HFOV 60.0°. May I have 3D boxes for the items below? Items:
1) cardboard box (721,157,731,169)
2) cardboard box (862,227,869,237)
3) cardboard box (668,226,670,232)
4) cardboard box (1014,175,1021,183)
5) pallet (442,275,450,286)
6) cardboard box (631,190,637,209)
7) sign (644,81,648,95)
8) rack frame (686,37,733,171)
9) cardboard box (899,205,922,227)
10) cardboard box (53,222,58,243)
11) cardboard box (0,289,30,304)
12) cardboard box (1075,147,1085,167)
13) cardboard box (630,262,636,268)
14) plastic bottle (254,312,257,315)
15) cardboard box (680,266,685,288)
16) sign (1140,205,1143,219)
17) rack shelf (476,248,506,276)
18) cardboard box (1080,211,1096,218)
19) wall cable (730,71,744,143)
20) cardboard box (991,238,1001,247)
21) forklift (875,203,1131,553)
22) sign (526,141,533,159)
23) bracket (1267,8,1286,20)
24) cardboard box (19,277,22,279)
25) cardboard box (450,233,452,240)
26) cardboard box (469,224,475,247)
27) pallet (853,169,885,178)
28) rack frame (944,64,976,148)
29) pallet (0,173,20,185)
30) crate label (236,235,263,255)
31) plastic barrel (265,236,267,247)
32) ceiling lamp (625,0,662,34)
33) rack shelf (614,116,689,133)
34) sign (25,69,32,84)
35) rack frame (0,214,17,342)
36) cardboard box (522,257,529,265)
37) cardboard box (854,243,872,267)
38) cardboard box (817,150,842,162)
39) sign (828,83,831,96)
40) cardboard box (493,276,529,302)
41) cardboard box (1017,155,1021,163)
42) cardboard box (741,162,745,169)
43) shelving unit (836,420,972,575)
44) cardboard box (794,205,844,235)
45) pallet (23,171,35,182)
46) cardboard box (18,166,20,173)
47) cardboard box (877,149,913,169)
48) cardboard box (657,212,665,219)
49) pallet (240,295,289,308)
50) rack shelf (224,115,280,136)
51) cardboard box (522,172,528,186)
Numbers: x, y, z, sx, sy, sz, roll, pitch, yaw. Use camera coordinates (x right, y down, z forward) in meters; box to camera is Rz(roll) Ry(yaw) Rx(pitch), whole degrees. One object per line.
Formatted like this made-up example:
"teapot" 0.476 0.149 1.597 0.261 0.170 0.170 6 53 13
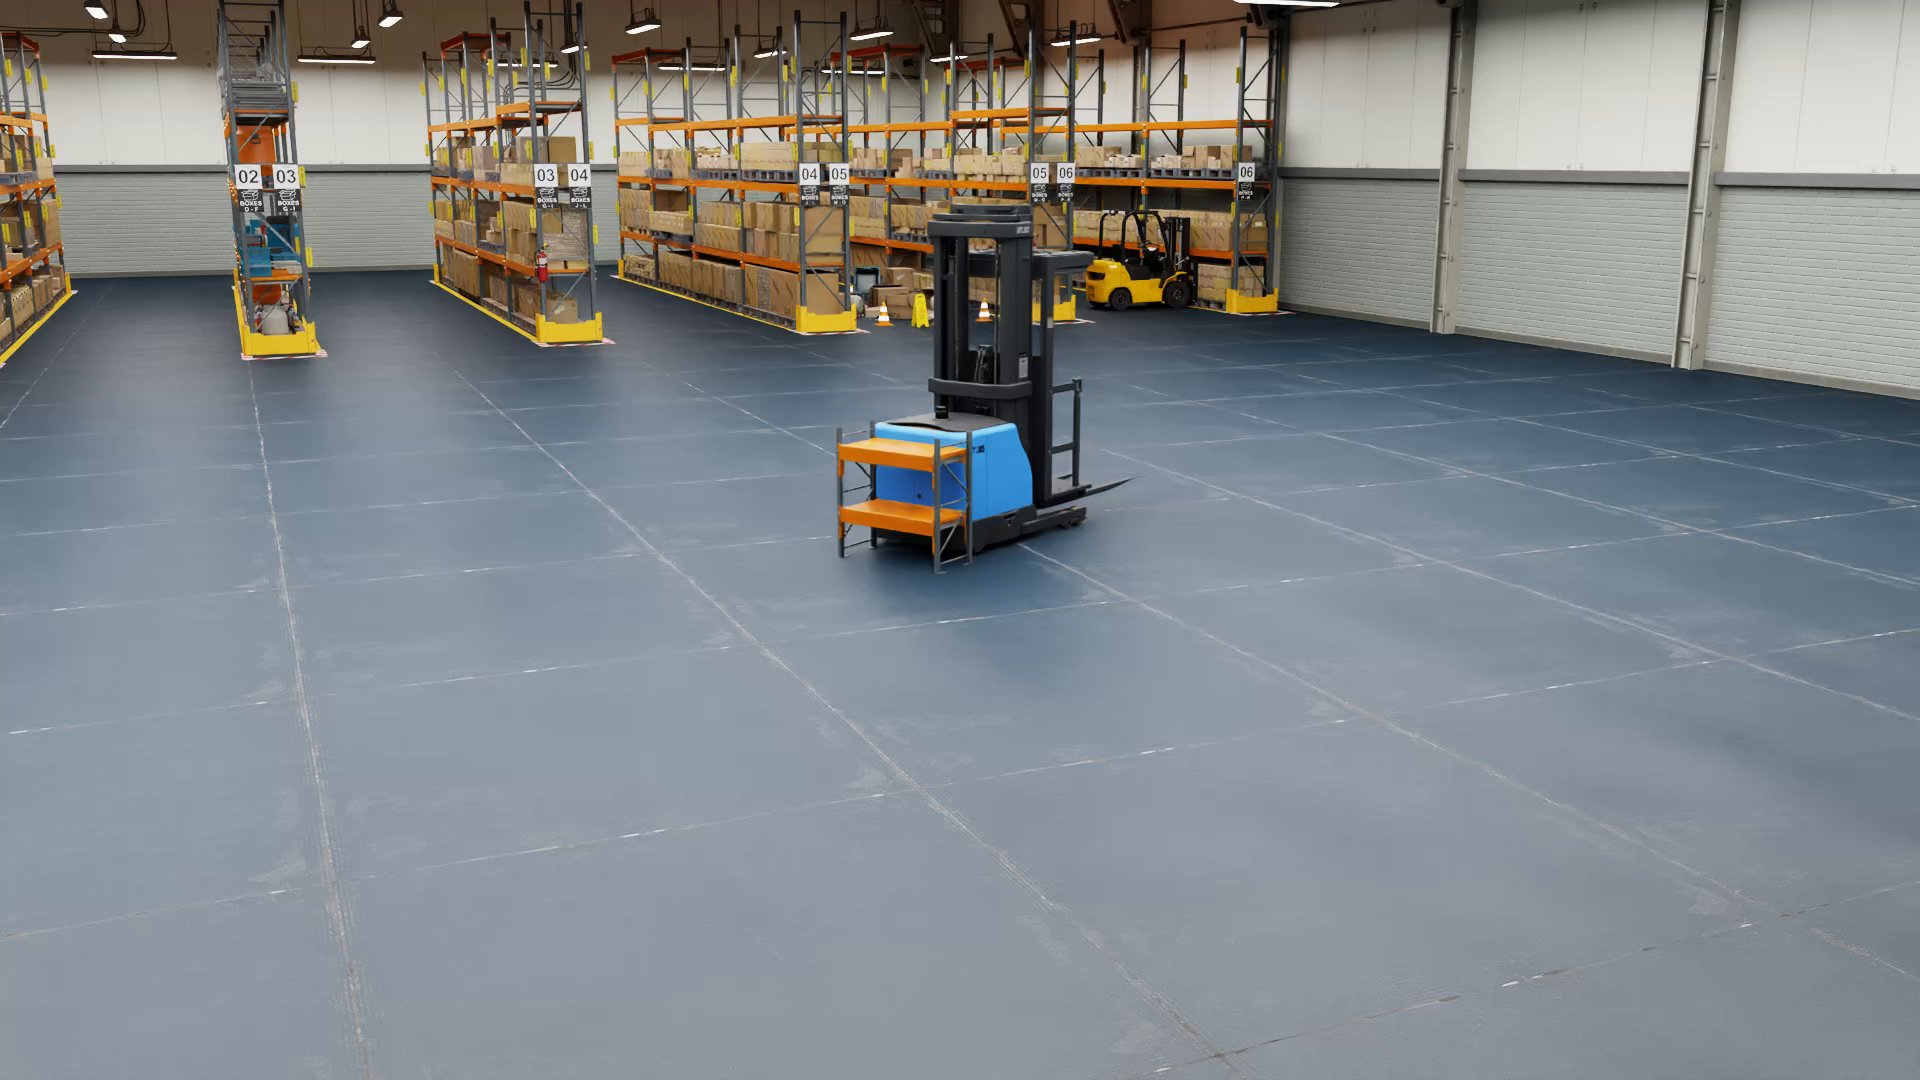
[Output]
"cardboard box" -4.929 -8.285 36.541 0.500 0.250 0.500 -6 14 -23
"cardboard box" -2.186 -7.920 42.770 0.500 0.250 0.500 -6 14 -24
"cardboard box" -6.963 -7.642 40.864 0.380 0.149 0.250 -5 14 -21
"cardboard box" 1.336 -7.485 34.464 0.380 0.149 0.250 -6 14 -23
"pallet" -13.232 -6.943 44.402 1.003 0.211 1.213 -6 14 -23
"cardboard box" -8.500 -9.133 44.580 0.500 0.500 0.500 -6 14 -25
"sign" -7.942 -11.432 42.060 0.100 0.325 0.005 -6 14 -23
"rack frame" -5.835 -10.157 38.798 1.000 3.000 0.127 -6 14 -23
"cardboard box" -1.156 -7.880 40.450 0.500 0.500 0.500 -5 14 -20
"cardboard box" -21.868 -7.336 39.694 0.500 0.500 0.500 -6 14 -23
"cardboard box" -18.849 -4.859 33.133 0.500 0.311 0.500 -6 14 -24
"cardboard box" 3.274 -9.743 42.287 0.500 0.500 0.500 -5 14 -22
"cardboard box" -8.824 -7.549 45.567 0.380 0.149 0.250 -5 14 -21
"plastic bottle" -13.244 -4.148 31.216 0.097 0.271 0.097 0 13 0
"cardboard box" -6.542 -6.441 40.660 0.500 0.500 0.500 -5 14 -21
"sign" 4.316 -7.799 39.525 0.100 0.325 0.005 -6 14 -23
"rack shelf" -9.619 -6.044 35.925 1.077 0.370 4.000 -6 14 -23
"cardboard box" 3.299 -8.318 42.496 0.380 0.149 0.250 -5 14 -21
"wall cable" -7.081 -13.428 52.930 0.463 3.000 0.029 -6 14 -23
"cardboard box" 1.001 -6.538 35.585 0.500 0.500 0.500 -6 14 -23
"forklift" 0.519 -1.595 15.263 1.130 2.935 3.031 10 16 36
"sign" -7.732 -7.001 29.851 0.100 0.325 0.005 -6 14 -23
"bracket" 6.799 -11.282 35.678 0.235 0.232 0.430 -6 14 -23
"cardboard box" -20.906 -5.505 36.571 0.500 0.500 0.500 -5 14 -22
"cardboard box" -12.548 -7.598 41.603 0.380 0.149 0.250 -5 14 -22
"cardboard box" -11.039 -7.039 38.409 0.500 0.500 0.500 -6 14 -23
"pallet" -2.097 -9.431 42.731 1.003 0.211 1.213 -5 14 -20
"rack frame" 0.002 -12.727 49.902 1.000 3.000 0.127 -6 14 -23
"pallet" -18.694 -6.920 31.882 1.003 0.211 1.213 -5 14 -20
"crate label" -14.808 -6.147 34.700 0.502 0.435 0.616 -6 14 -23
"plastic barrel" -14.182 -6.134 34.473 0.421 0.512 0.421 0 13 0
"ceiling lamp" -6.239 -11.968 33.680 0.800 3.185 2.000 -6 14 -23
"rack shelf" -8.238 -11.045 44.236 1.077 0.370 4.000 -6 14 -23
"sign" -20.594 -10.246 36.760 0.100 0.325 0.005 -6 14 -23
"rack frame" -17.896 -5.087 30.196 1.000 3.000 0.127 -6 14 -23
"cardboard box" -8.216 -5.373 31.988 0.380 0.149 0.250 -6 14 -23
"cardboard box" -2.251 -7.391 43.934 0.875 0.875 0.875 -5 14 -21
"cardboard box" -2.588 -7.491 32.451 0.500 0.250 0.500 -6 14 -23
"sign" -3.460 -11.939 44.073 0.100 0.325 0.005 -6 14 -23
"cardboard box" -9.899 -5.554 36.781 0.700 0.500 0.500 -7 15 -28
"cardboard box" 1.391 -7.877 34.388 0.380 0.149 0.250 -5 14 -22
"cardboard box" -4.398 -7.894 35.078 0.380 0.149 0.250 -6 14 -24
"shelving unit" -0.470 -0.374 13.991 1.048 1.125 0.538 9 16 34
"cardboard box" -2.743 -6.261 32.541 0.875 0.550 0.550 -6 14 -23
"pallet" -20.485 -7.754 35.486 1.213 0.211 1.003 -6 14 -23
"cardboard box" -19.908 -7.616 34.249 0.910 0.500 0.500 -6 14 -23
"cardboard box" -1.629 -9.483 41.377 0.797 0.503 0.637 -7 15 -26
"cardboard box" -7.385 -8.148 41.728 0.380 0.149 0.250 -6 14 -24
"pallet" -15.797 -5.412 37.786 1.003 0.211 1.213 -6 14 -23
"rack shelf" -14.157 -8.324 33.361 1.077 0.370 4.000 -6 14 -23
"cardboard box" -7.844 -6.722 30.943 0.500 0.250 0.500 -6 14 -23
